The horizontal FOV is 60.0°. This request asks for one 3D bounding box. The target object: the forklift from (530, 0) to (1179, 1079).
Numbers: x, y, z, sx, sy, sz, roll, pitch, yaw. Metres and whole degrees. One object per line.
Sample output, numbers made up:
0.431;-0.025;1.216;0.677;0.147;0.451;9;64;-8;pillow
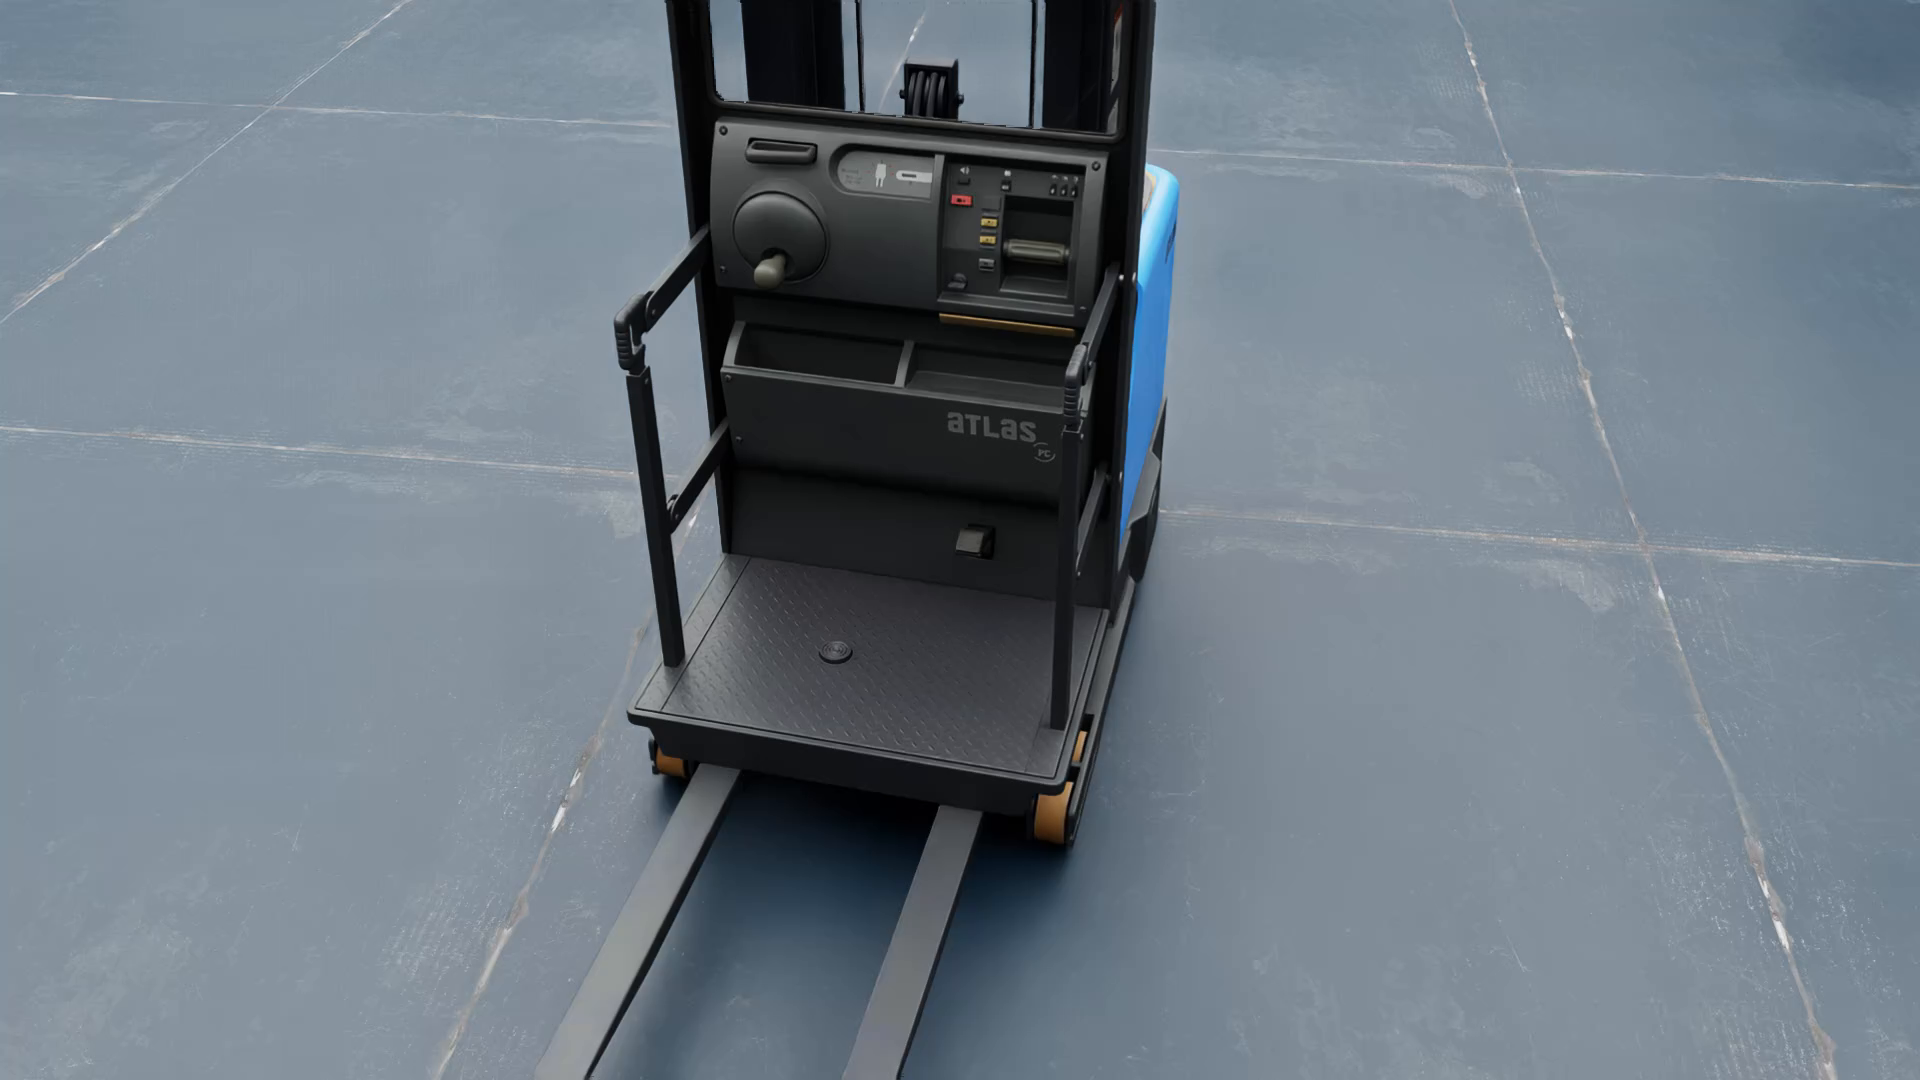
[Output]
-0.179;-0.677;3.676;1.130;2.935;3.031;8;36;11;forklift
